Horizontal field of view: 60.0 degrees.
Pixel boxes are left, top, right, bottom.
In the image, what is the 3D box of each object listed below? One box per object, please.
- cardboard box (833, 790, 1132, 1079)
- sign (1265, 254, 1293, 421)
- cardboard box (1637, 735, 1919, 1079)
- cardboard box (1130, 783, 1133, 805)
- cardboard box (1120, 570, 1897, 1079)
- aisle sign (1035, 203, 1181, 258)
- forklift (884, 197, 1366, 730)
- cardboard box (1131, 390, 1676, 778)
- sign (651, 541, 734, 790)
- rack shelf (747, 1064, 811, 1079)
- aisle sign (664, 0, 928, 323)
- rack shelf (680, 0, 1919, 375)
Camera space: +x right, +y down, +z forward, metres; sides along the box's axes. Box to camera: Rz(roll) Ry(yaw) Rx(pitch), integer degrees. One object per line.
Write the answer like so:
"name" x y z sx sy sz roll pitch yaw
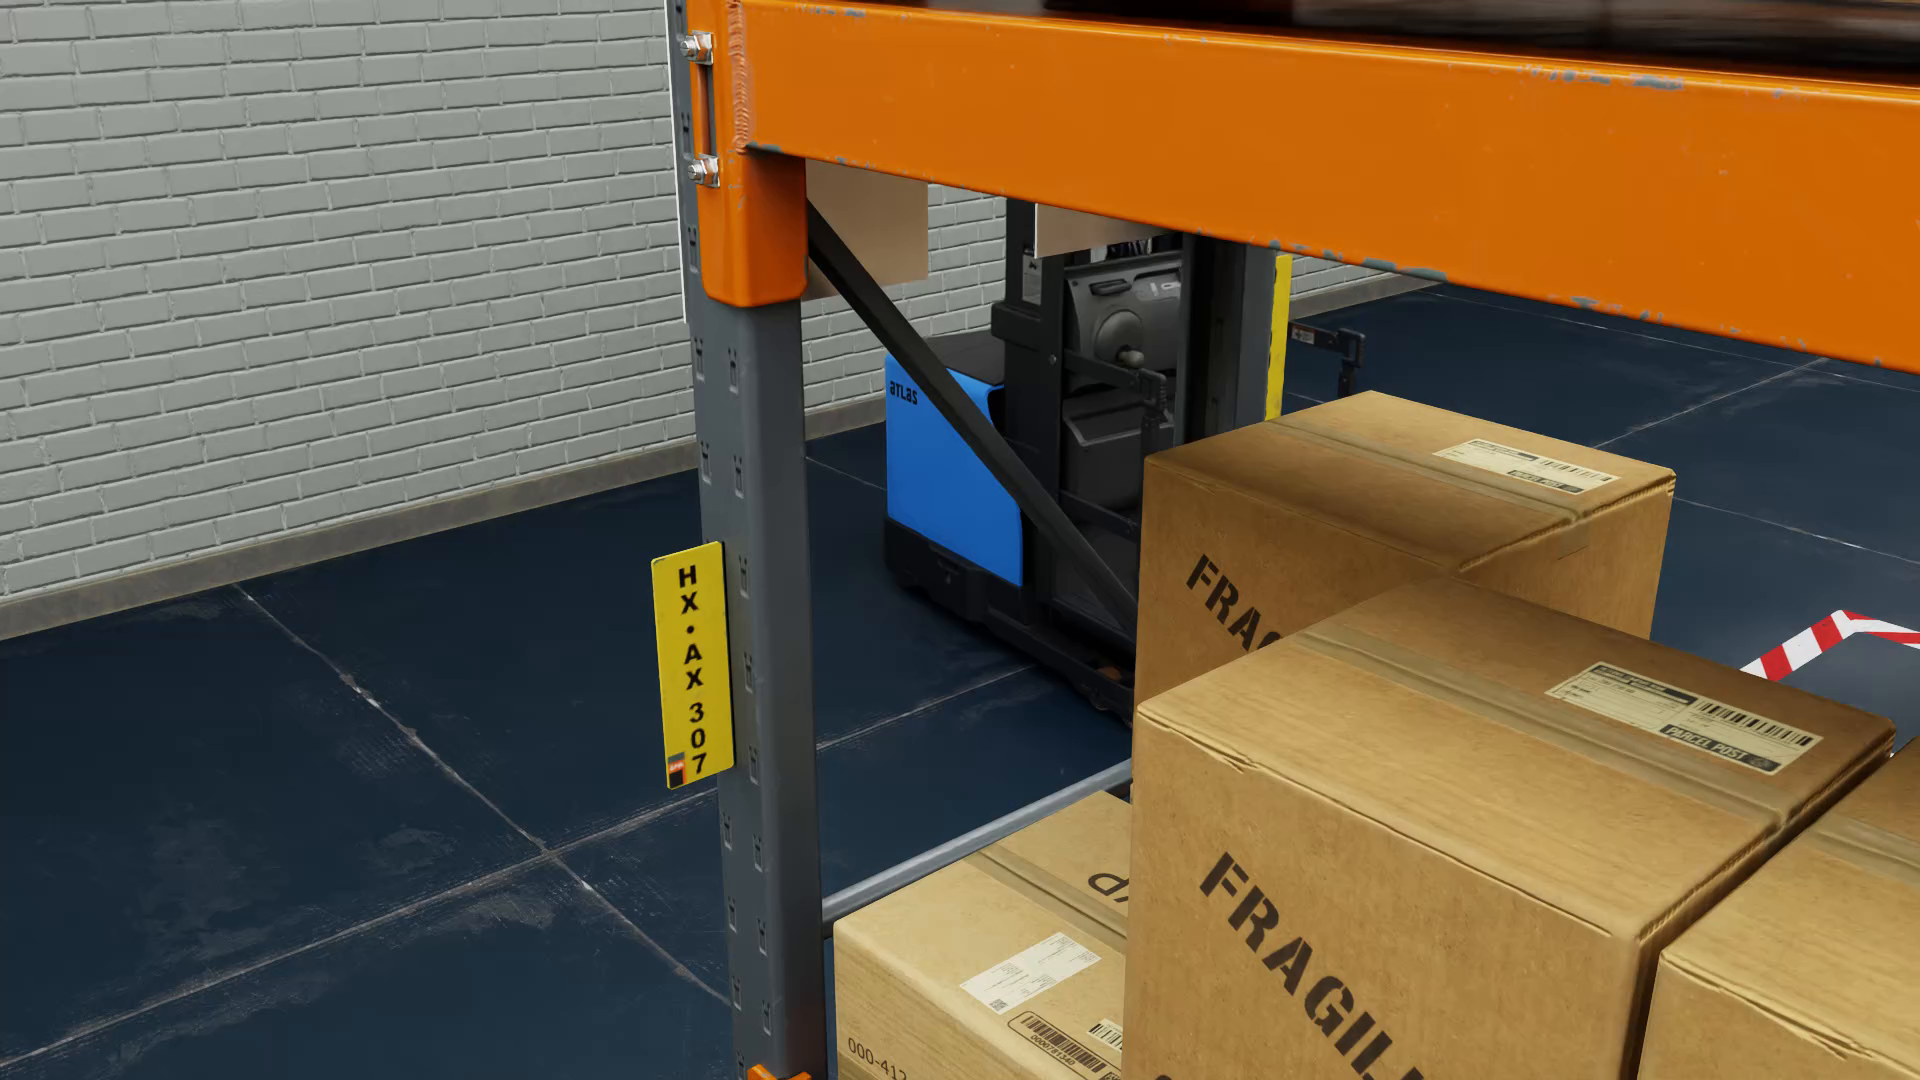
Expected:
"cardboard box" 0.189 0.603 2.130 0.500 0.250 0.500 -18 28 -39
"sign" 0.500 -0.300 2.725 0.100 0.325 0.005 -17 27 -37
"cardboard box" 0.858 0.533 1.279 0.500 0.500 0.500 -18 28 -39
"cardboard box" 0.597 0.476 2.452 0.500 0.250 0.500 -18 28 -38
"cardboard box" 0.515 0.392 1.641 0.500 0.500 0.500 -18 28 -39
"aisle sign" 0.260 -0.827 2.419 0.394 0.787 0.004 -17 27 -37
"forklift" 0.916 -0.857 6.154 1.130 2.935 3.031 -14 26 -32
"cardboard box" 0.597 0.129 2.312 0.500 0.500 0.500 -17 27 -37
"sign" -0.345 0.165 2.154 0.100 0.325 0.005 -17 27 -37
"rack shelf" 1.385 1.362 1.380 1.077 0.370 4.000 -17 27 -37
"aisle sign" -0.194 -0.685 2.054 0.394 0.787 0.004 -17 27 -37
"rack shelf" 1.385 -0.035 0.833 1.077 0.370 4.000 -17 27 -37
